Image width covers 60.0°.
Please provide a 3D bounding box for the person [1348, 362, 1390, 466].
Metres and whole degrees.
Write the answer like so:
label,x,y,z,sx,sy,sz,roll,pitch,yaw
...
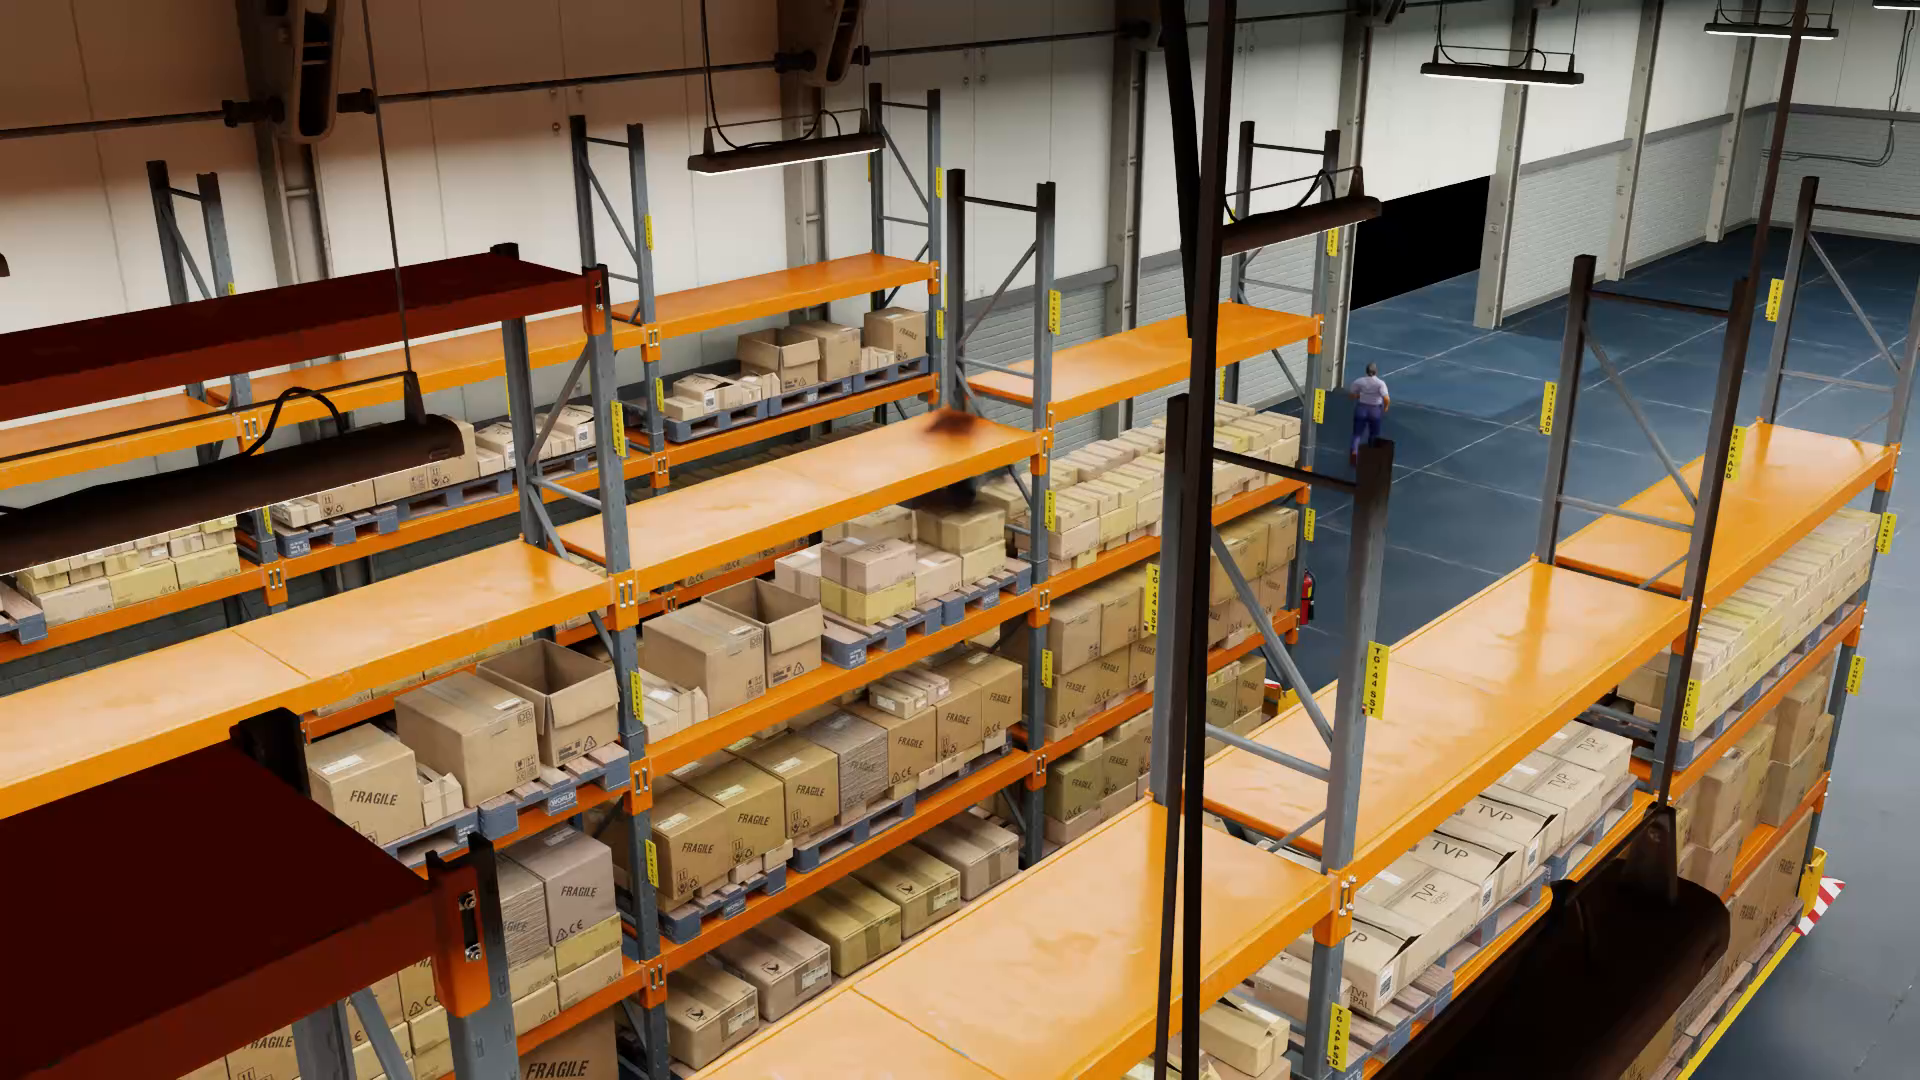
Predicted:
label,x,y,z,sx,sy,sz,roll,pitch,yaw
person,6.023,-1.848,24.544,0.621,1.615,0.843,9,23,22
